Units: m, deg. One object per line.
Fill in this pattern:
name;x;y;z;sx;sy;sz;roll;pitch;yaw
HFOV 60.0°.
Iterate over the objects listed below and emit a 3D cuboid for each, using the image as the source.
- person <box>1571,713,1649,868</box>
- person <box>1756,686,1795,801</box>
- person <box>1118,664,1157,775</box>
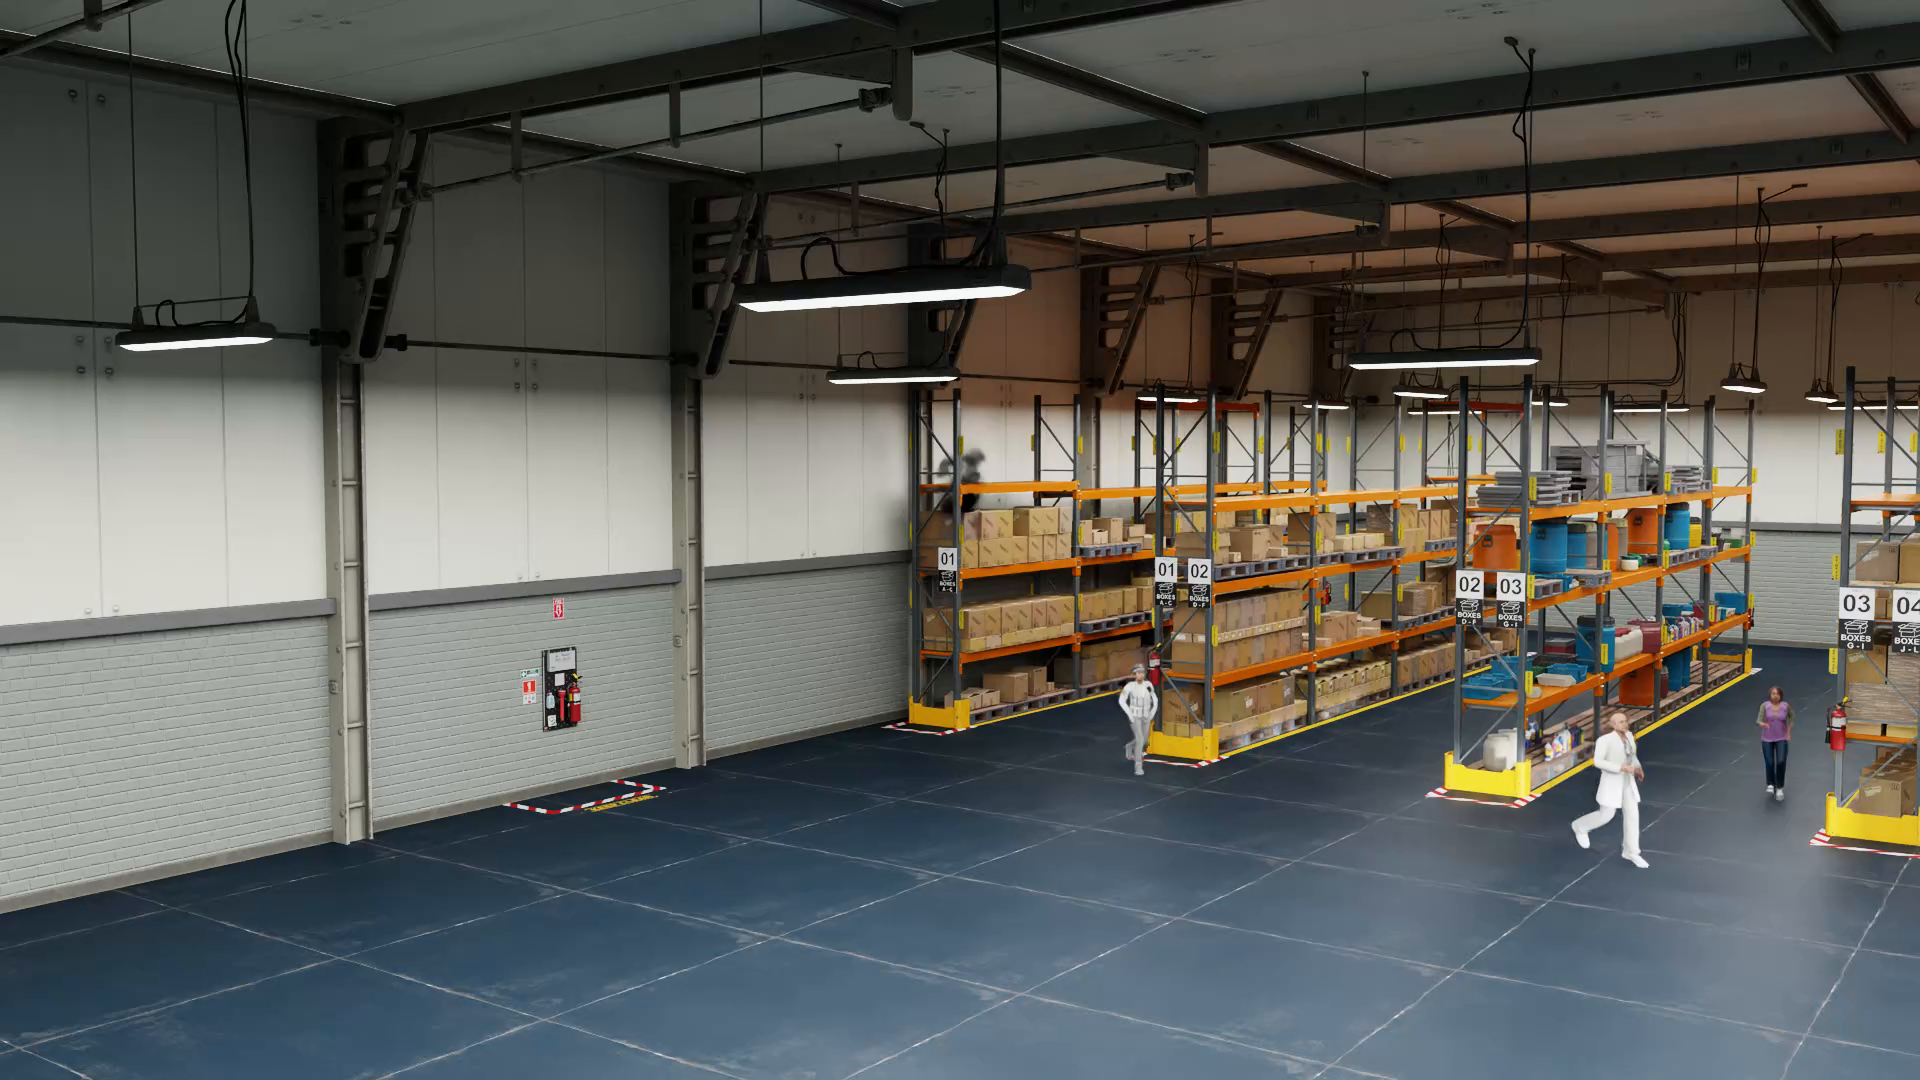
person;7.901;2.970;20.090;0.717;1.791;1.049;-1;3;-21
person;11.533;2.868;23.560;0.471;1.621;0.711;2;4;29
person;2.723;2.724;25.541;0.636;1.702;0.683;-1;3;-19
